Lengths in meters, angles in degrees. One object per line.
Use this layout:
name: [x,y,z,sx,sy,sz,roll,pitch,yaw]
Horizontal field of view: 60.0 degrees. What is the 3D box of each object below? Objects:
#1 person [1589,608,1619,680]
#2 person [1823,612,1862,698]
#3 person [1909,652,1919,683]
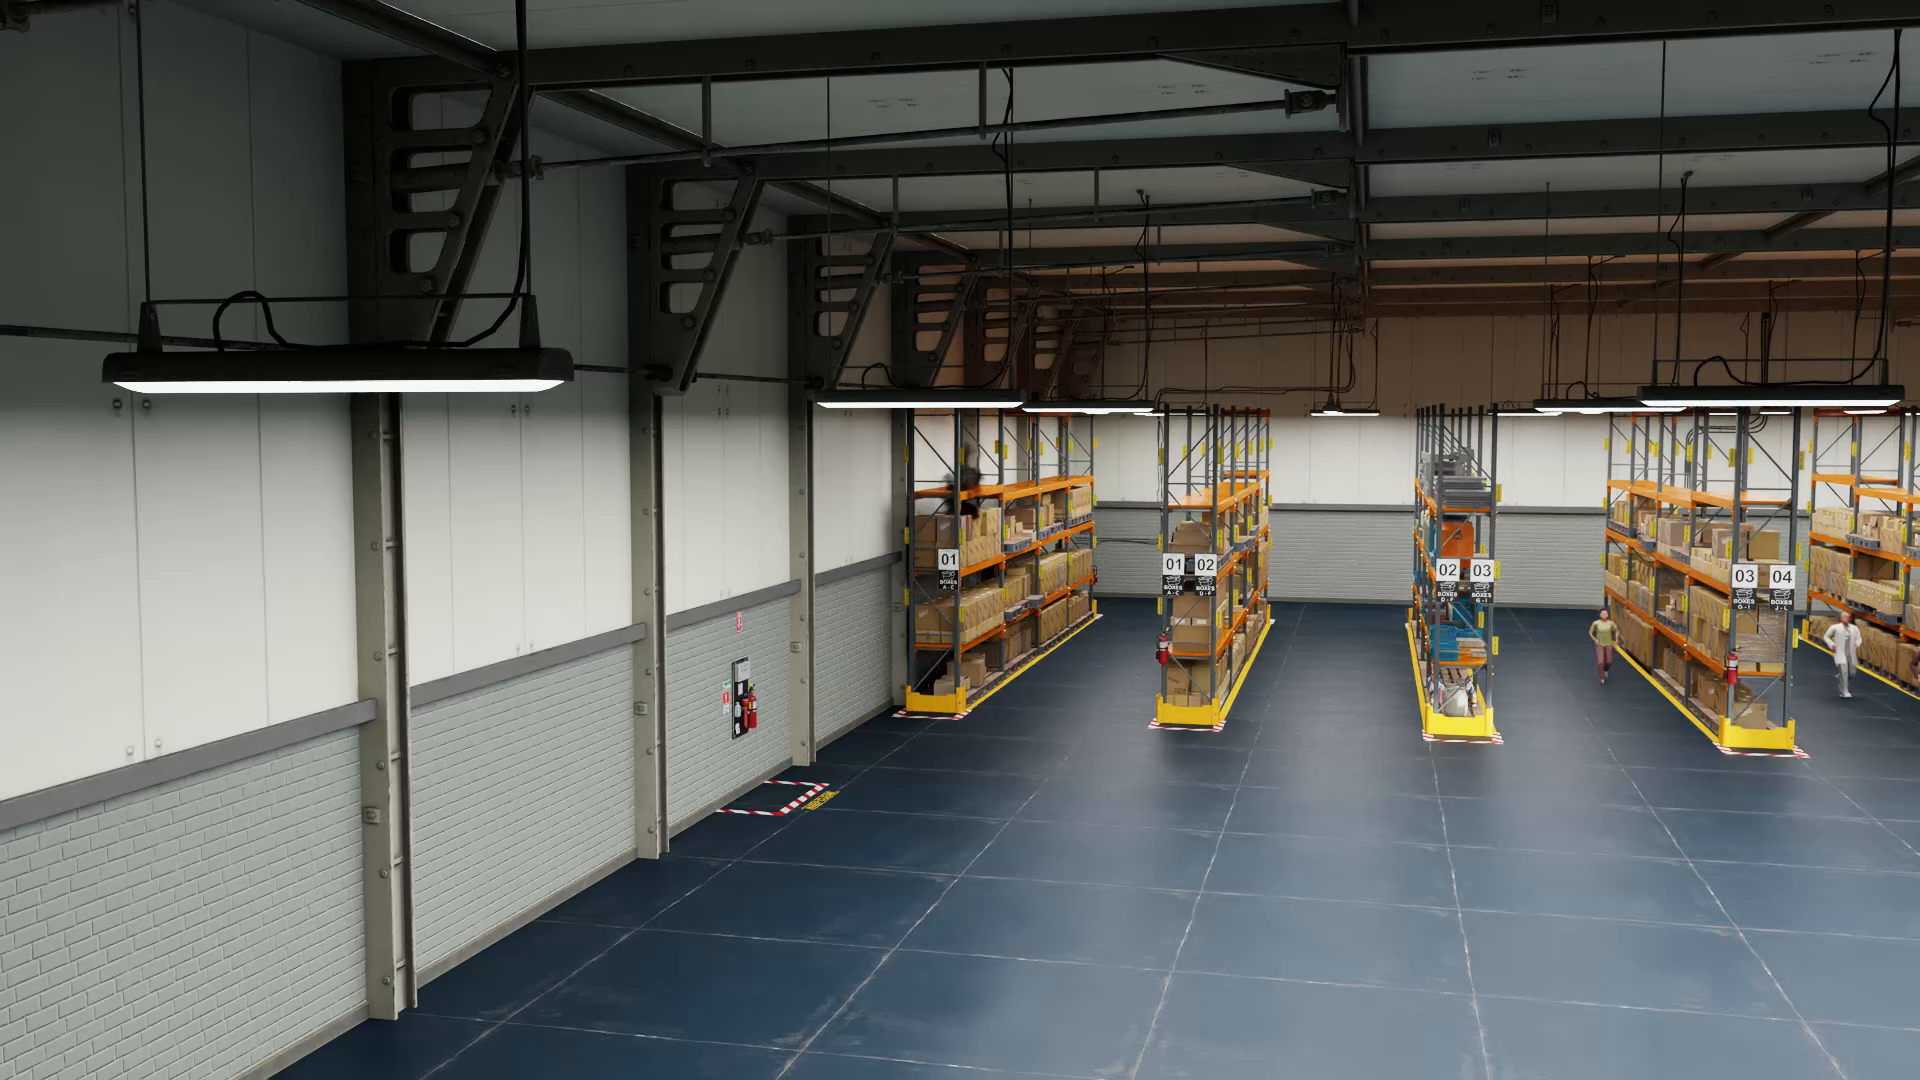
person: [13.937,2.260,35.998,0.625,1.571,0.520,1,4,14]
person: [18.237,2.355,34.328,0.715,1.735,0.811,0,4,6]
person: [17.759,2.641,30.387,0.716,1.737,0.836,1,4,14]
